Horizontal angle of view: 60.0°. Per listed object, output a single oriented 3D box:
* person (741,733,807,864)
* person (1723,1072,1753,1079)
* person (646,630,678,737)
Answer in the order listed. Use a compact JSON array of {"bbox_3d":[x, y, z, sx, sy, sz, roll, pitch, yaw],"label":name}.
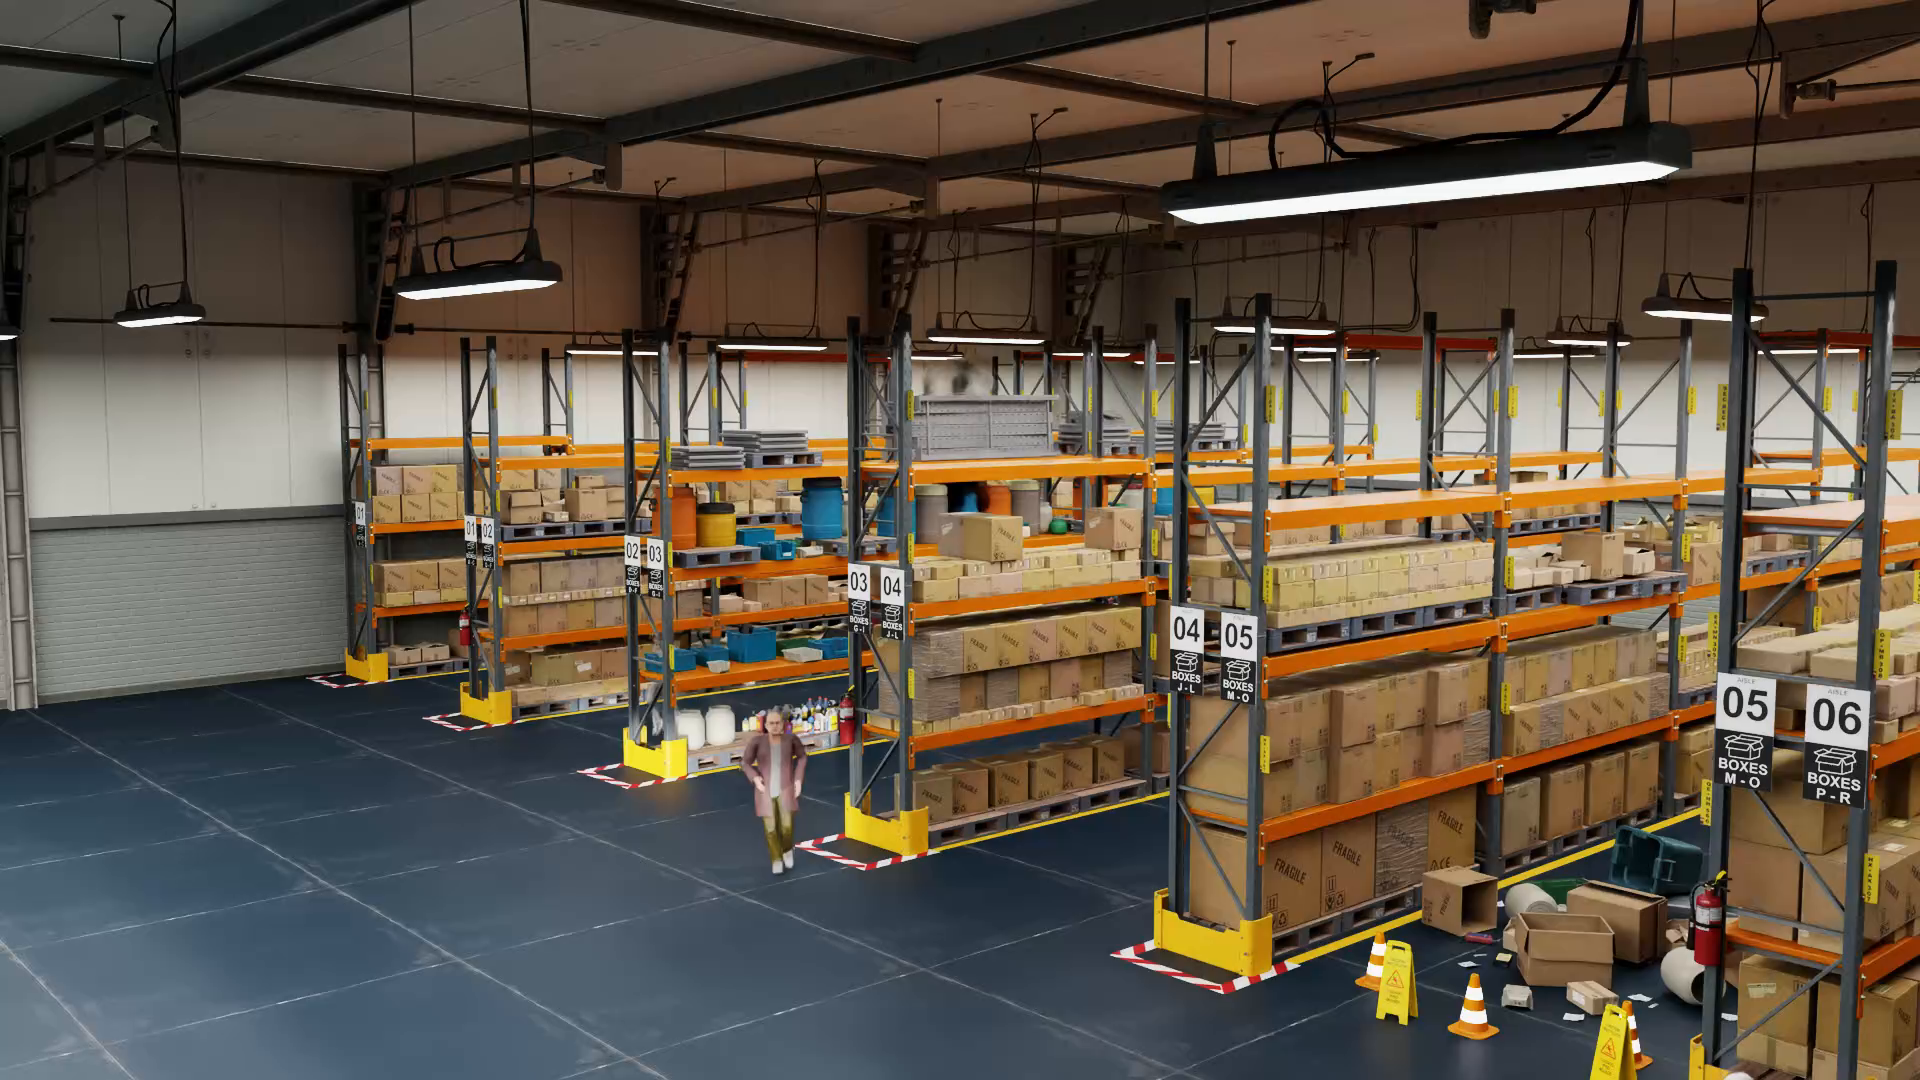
[{"bbox_3d":[-1.984,2.769,17.783,0.711,1.472,0.508,-1,5,-6],"label":"person"},{"bbox_3d":[3.947,3.132,8.451,0.799,0.892,0.404,3,6,34],"label":"person"},{"bbox_3d":[-4.445,2.143,24.908,0.519,1.613,0.686,4,6,36],"label":"person"}]
